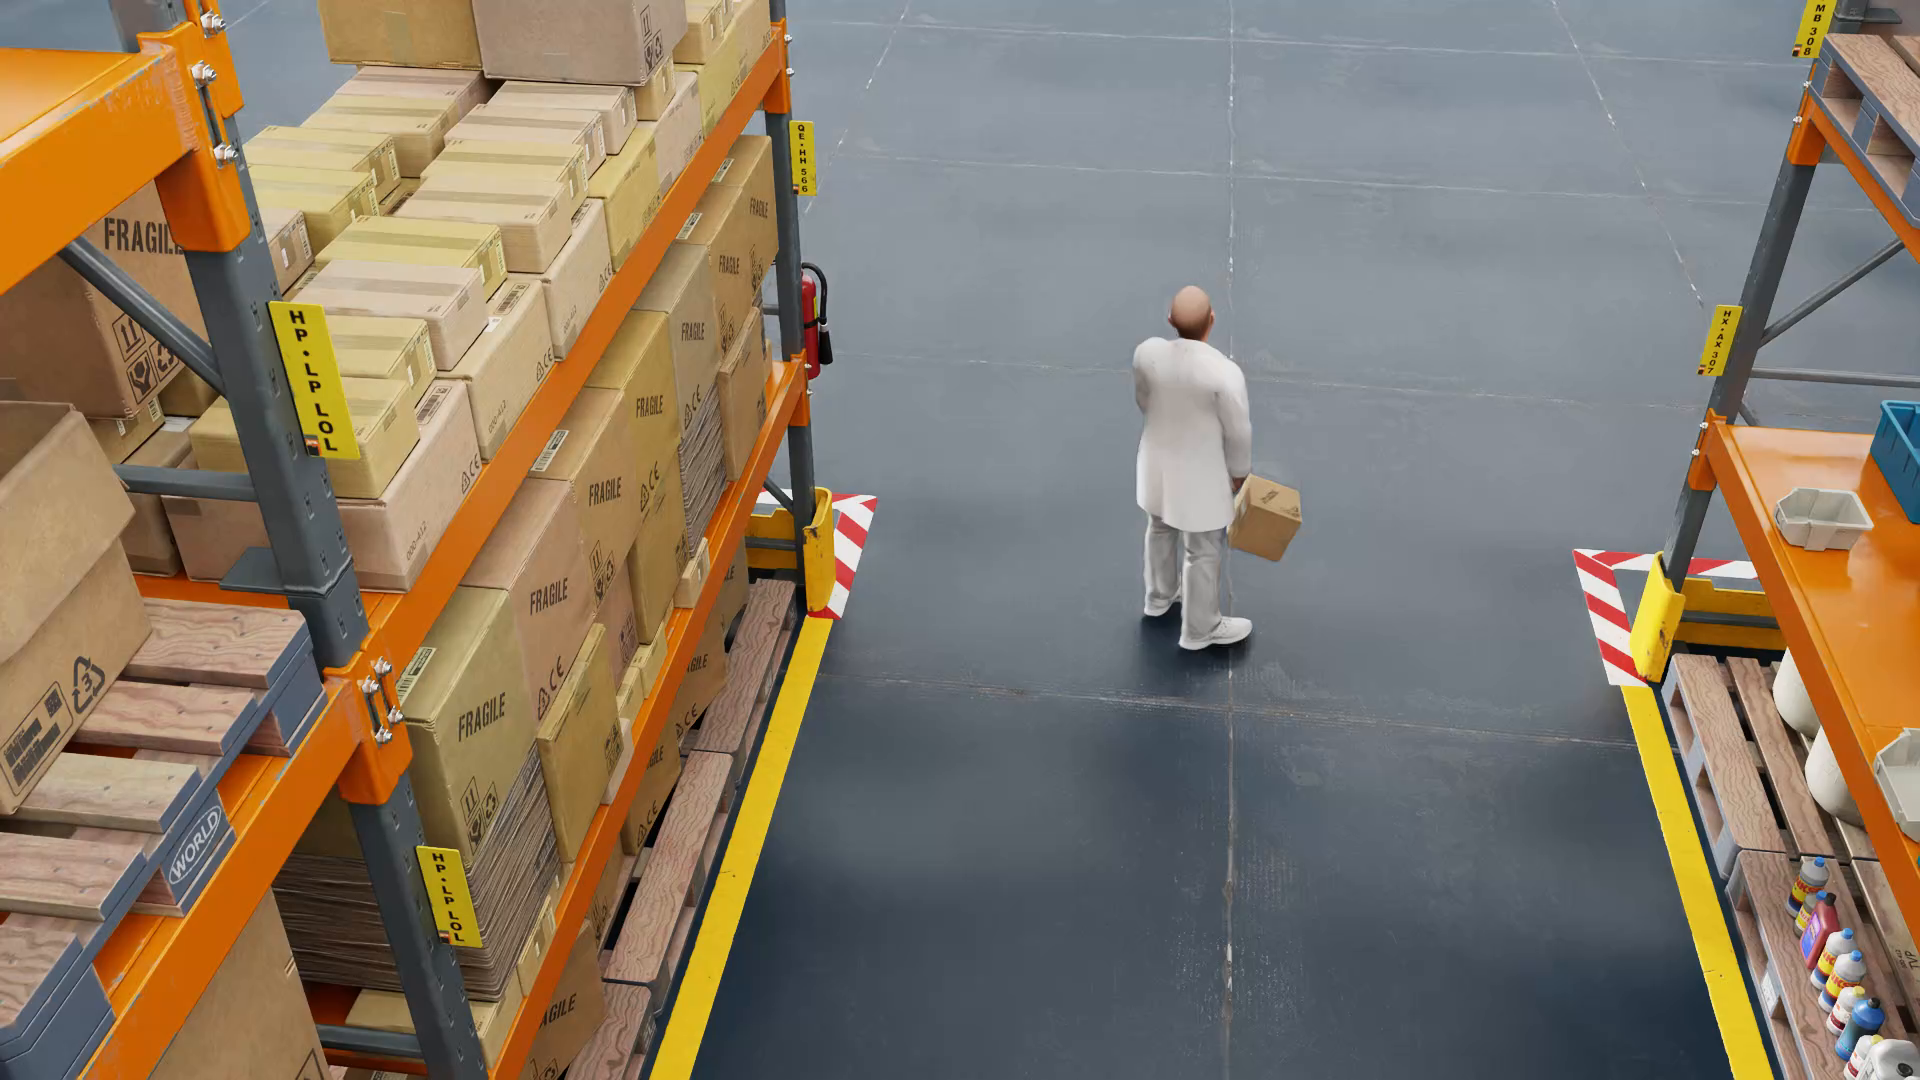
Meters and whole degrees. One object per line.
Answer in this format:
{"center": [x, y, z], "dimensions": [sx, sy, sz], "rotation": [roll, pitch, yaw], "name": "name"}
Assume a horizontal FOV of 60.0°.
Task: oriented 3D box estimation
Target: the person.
{"center": [1.091, -0.349, 7.502], "dimensions": [0.624, 1.787, 0.500], "rotation": [25, 43, 31], "name": "person"}
